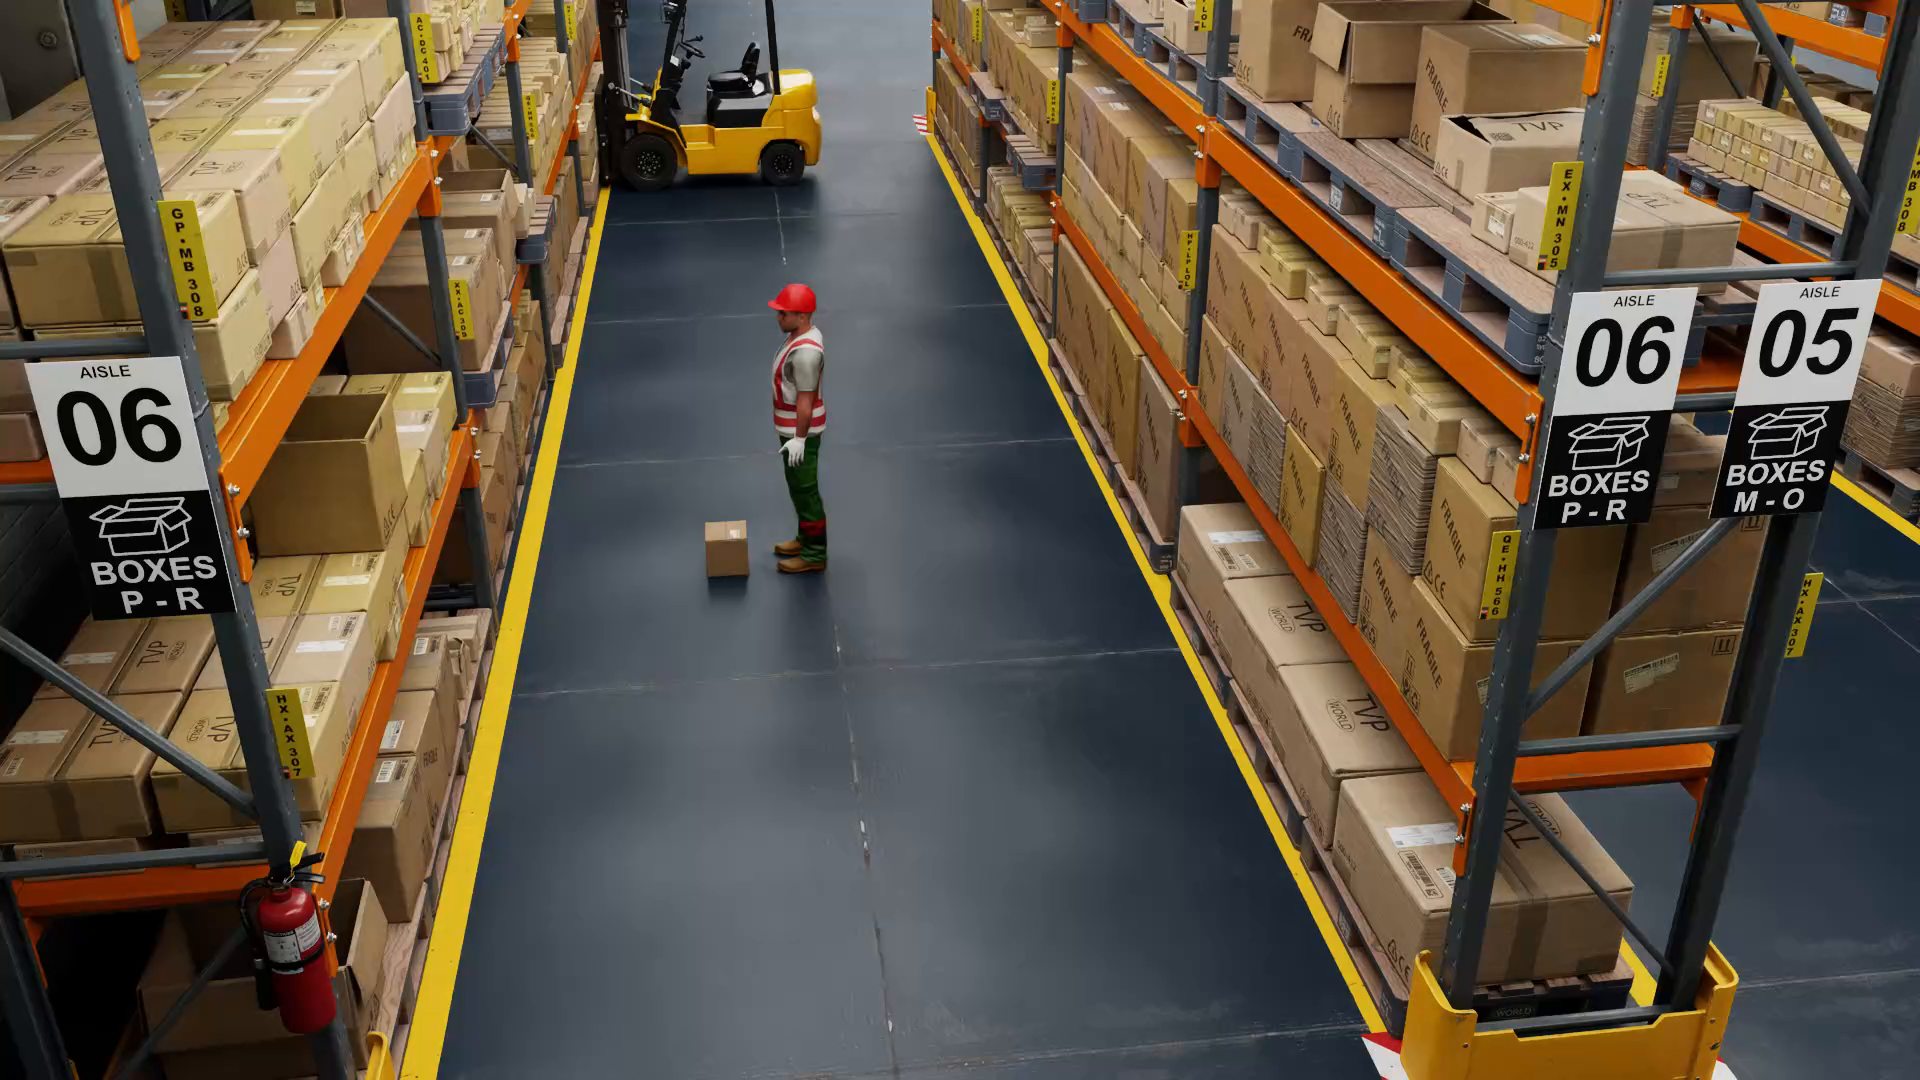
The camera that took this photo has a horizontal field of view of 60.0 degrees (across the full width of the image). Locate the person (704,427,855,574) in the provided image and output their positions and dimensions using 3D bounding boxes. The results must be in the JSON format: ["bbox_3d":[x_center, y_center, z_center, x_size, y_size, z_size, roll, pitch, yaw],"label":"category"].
[{"bbox_3d":[-1.077,-0.271,10.053,0.882,0.954,0.573,-4,27,-7],"label":"person"}]
